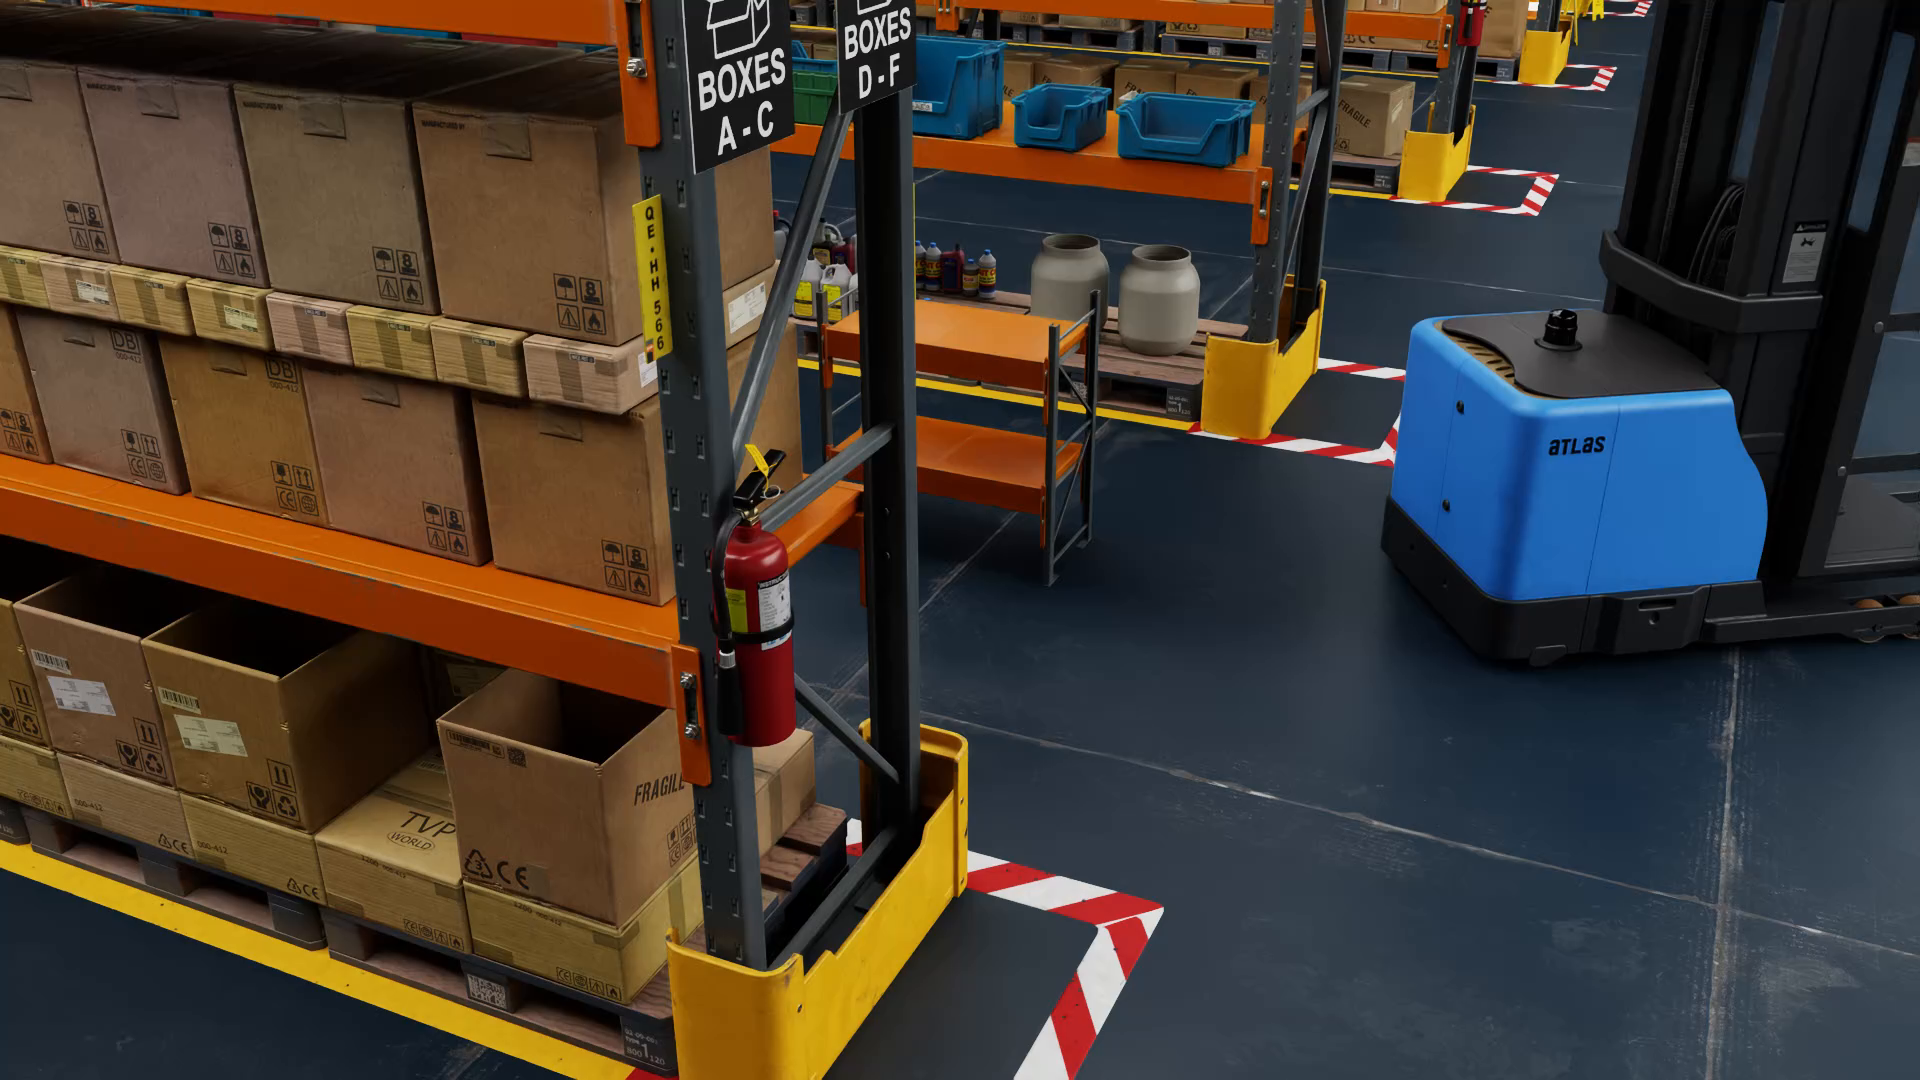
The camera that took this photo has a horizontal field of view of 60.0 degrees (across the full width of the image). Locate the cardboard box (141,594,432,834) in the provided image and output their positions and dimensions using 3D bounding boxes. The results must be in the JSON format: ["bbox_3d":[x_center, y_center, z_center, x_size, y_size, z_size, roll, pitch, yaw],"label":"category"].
[{"bbox_3d":[-1.904,0.442,4.745,0.500,0.500,0.500,11,28,22],"label":"cardboard box"}]

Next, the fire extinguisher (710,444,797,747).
[{"bbox_3d":[-0.461,0.132,3.675,0.183,0.674,0.296,11,28,22],"label":"fire extinguisher"}]

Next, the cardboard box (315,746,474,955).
[{"bbox_3d":[-1.446,0.868,4.729,0.500,0.250,0.500,11,28,22],"label":"cardboard box"}]

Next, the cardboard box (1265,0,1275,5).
[{"bbox_3d":[2.475,-4.136,12.539,0.250,0.149,0.380,11,28,22],"label":"cardboard box"}]

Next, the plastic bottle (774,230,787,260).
[{"bbox_3d":[-1.121,-1.708,9.909,0.135,0.276,0.152,11,28,22],"label":"plastic bottle"}]

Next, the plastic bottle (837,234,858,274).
[{"bbox_3d":[-0.643,-1.682,9.856,0.135,0.276,0.152,12,29,23],"label":"plastic bottle"}]

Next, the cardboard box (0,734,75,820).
[{"bbox_3d":[-2.814,0.596,5.281,0.500,0.250,0.500,11,28,22],"label":"cardboard box"}]

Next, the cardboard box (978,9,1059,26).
[{"bbox_3d":[0.753,-6.236,18.591,0.750,0.750,1.050,11,28,22],"label":"cardboard box"}]

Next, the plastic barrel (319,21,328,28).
[{"bbox_3d":[-4.196,-3.436,10.707,0.421,0.512,0.421,0,26,0],"label":"plastic barrel"}]

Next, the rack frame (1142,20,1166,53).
[{"bbox_3d":[2.232,-6.801,17.668,0.127,3.000,1.000,11,28,22],"label":"rack frame"}]

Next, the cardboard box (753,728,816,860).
[{"bbox_3d":[-0.772,0.746,4.976,0.500,0.250,0.500,11,28,22],"label":"cardboard box"}]

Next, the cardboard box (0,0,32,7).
[{"bbox_3d":[-3.150,-1.299,4.911,0.500,0.500,0.700,11,28,22],"label":"cardboard box"}]

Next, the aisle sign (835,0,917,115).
[{"bbox_3d":[-0.189,-1.389,3.732,0.004,0.787,0.394,11,28,22],"label":"aisle sign"}]

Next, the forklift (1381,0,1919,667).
[{"bbox_3d":[3.343,-1.142,6.251,3.031,2.935,1.130,-4,27,-9],"label":"forklift"}]

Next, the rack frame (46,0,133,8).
[{"bbox_3d":[-5.605,-3.565,11.096,0.127,3.000,1.000,11,28,22],"label":"rack frame"}]

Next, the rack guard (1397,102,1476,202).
[{"bbox_3d":[3.659,-2.987,12.750,0.348,0.500,1.175,11,28,22],"label":"rack guard"}]

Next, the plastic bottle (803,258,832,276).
[{"bbox_3d":[-0.803,-1.447,9.378,0.135,0.276,0.152,11,28,22],"label":"plastic bottle"}]

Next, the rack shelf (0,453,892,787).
[{"bbox_3d":[-2.196,-0.155,4.982,4.000,0.370,1.077,11,28,22],"label":"rack shelf"}]

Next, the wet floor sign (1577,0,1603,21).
[{"bbox_3d":[7.560,-6.558,19.839,0.232,0.644,0.267,23,35,39],"label":"wet floor sign"}]

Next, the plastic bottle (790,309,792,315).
[{"bbox_3d":[-0.980,-1.366,9.298,0.097,0.201,0.097,0,26,0],"label":"plastic bottle"}]

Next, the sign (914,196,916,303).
[{"bbox_3d":[-0.141,-0.758,4.323,0.005,0.325,0.100,11,28,22],"label":"sign"}]

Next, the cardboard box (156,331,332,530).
[{"bbox_3d":[-1.725,-0.434,4.623,0.500,0.500,0.700,12,28,22],"label":"cardboard box"}]

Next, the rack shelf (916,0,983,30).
[{"bbox_3d":[-1.734,-4.868,14.557,4.000,0.370,1.077,11,28,22],"label":"rack shelf"}]

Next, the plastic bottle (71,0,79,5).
[{"bbox_3d":[-6.286,-3.803,11.720,0.135,0.276,0.152,11,28,22],"label":"plastic bottle"}]

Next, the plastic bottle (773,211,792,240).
[{"bbox_3d":[-1.083,-1.806,10.023,0.185,0.351,0.144,10,28,19],"label":"plastic bottle"}]

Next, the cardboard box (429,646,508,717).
[{"bbox_3d":[-1.228,0.319,4.995,0.500,0.500,0.500,11,28,22],"label":"cardboard box"}]

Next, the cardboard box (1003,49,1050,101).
[{"bbox_3d":[0.434,-3.803,13.933,0.500,0.500,0.500,10,28,20],"label":"cardboard box"}]

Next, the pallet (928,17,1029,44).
[{"bbox_3d":[0.384,-5.884,18.961,1.213,0.211,1.003,11,28,22],"label":"pallet"}]

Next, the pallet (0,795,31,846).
[{"bbox_3d":[-3.311,0.570,5.853,1.213,0.211,1.003,11,28,22],"label":"pallet"}]

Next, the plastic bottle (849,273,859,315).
[{"bbox_3d":[-0.520,-1.320,9.121,0.135,0.276,0.152,11,28,20],"label":"plastic bottle"}]

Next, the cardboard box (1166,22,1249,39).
[{"bbox_3d":[2.776,-5.893,17.754,0.875,0.875,0.875,12,29,23],"label":"cardboard box"}]

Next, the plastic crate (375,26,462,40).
[{"bbox_3d":[-3.096,-2.903,9.769,0.575,0.384,0.392,11,28,22],"label":"plastic crate"}]

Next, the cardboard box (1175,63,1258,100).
[{"bbox_3d":[2.046,-3.500,13.317,0.500,0.500,0.500,14,30,27],"label":"cardboard box"}]

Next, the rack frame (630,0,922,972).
[{"bbox_3d":[-0.376,-0.112,4.081,0.127,3.000,1.000,11,28,22],"label":"rack frame"}]

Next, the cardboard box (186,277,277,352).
[{"bbox_3d":[-1.742,-0.629,4.285,0.250,0.149,0.380,12,29,23],"label":"cardboard box"}]

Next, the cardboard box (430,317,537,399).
[{"bbox_3d":[-1.041,-0.488,3.998,0.250,0.149,0.380,12,29,23],"label":"cardboard box"}]

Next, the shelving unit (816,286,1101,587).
[{"bbox_3d":[-0.006,-0.506,7.004,1.048,1.125,0.538,11,28,22],"label":"shelving unit"}]

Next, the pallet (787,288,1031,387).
[{"bbox_3d":[-0.255,-1.221,9.491,1.213,0.211,1.003,11,28,22],"label":"pallet"}]

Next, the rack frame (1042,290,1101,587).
[{"bbox_3d":[0.457,-0.413,6.815,0.032,1.125,0.500,11,28,22],"label":"rack frame"}]

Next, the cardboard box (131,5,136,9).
[{"bbox_3d":[-8.582,-5.841,17.647,0.875,0.875,0.875,11,28,22],"label":"cardboard box"}]

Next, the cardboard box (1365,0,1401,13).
[{"bbox_3d":[3.156,-3.996,12.256,0.250,0.149,0.380,11,28,22],"label":"cardboard box"}]

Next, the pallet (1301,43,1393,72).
[{"bbox_3d":[4.006,-5.157,17.486,1.213,0.211,1.003,11,28,22],"label":"pallet"}]

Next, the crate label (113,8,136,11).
[{"bbox_3d":[-5.376,-3.262,10.670,0.416,0.233,0.303,11,28,22],"label":"crate label"}]

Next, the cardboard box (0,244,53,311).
[{"bbox_3d":[-2.441,-0.770,4.571,0.250,0.149,0.380,11,28,21],"label":"cardboard box"}]

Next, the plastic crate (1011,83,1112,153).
[{"bbox_3d":[0.510,-2.128,8.345,0.408,0.251,0.499,11,28,22],"label":"plastic crate"}]

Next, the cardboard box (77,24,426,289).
[{"bbox_3d":[-1.784,-1.024,4.353,0.500,0.500,0.700,11,28,22],"label":"cardboard box"}]

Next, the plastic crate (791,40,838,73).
[{"bbox_3d":[-0.843,-2.674,9.454,0.616,0.251,0.499,11,28,22],"label":"plastic crate"}]

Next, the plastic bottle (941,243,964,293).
[{"bbox_3d":[-0.042,-1.587,9.654,0.133,0.283,0.061,12,29,23],"label":"plastic bottle"}]

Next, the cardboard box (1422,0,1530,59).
[{"bbox_3d":[5.229,-5.403,16.757,0.875,0.875,0.875,12,28,22],"label":"cardboard box"}]
